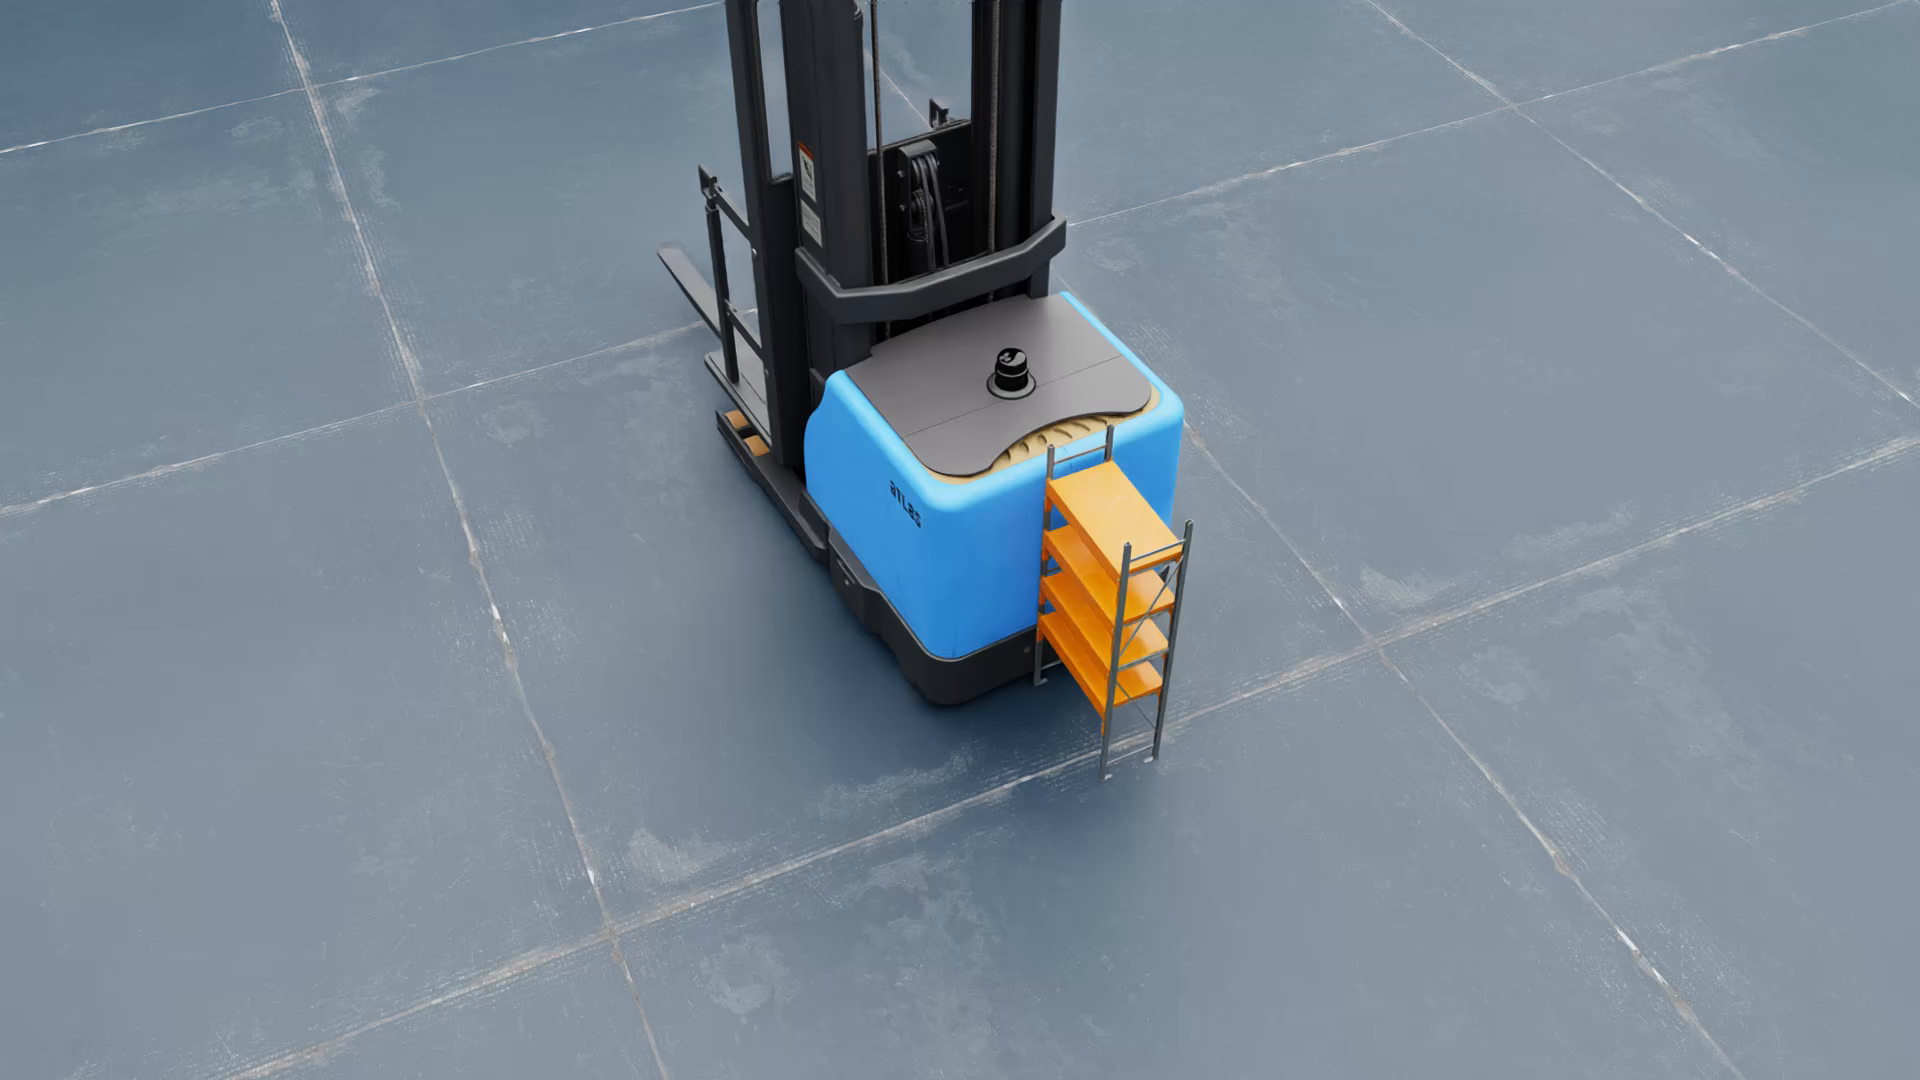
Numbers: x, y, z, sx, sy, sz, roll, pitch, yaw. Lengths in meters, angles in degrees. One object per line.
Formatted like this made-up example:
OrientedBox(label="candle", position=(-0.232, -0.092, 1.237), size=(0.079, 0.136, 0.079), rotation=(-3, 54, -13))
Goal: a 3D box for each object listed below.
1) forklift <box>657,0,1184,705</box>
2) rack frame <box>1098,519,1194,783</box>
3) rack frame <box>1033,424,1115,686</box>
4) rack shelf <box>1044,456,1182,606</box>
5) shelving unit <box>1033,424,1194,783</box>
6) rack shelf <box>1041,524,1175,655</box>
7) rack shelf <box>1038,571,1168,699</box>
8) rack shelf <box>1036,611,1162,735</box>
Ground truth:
OrientedBox(label="forklift", position=(-0.383, -1.470, 6.153), size=(1.130, 2.935, 3.031), rotation=(-22, 49, -21))
OrientedBox(label="rack frame", position=(0.603, 0.397, 5.493), size=(0.240, 1.200, 0.015), rotation=(-19, 49, -18))
OrientedBox(label="rack frame", position=(0.387, 0.083, 5.799), size=(0.240, 1.200, 0.015), rotation=(-19, 49, -18))
OrientedBox(label="rack shelf", position=(0.498, -0.035, 5.366), size=(0.258, 0.148, 0.480), rotation=(-19, 49, -18))
OrientedBox(label="shelving unit", position=(0.495, 0.240, 5.646), size=(0.258, 1.200, 0.503), rotation=(-19, 49, -18))
OrientedBox(label="rack shelf", position=(0.496, 0.130, 5.534), size=(0.258, 0.148, 0.480), rotation=(-19, 49, -18))
OrientedBox(label="rack shelf", position=(0.495, 0.287, 5.694), size=(0.258, 0.148, 0.480), rotation=(-19, 49, -18))
OrientedBox(label="rack shelf", position=(0.493, 0.426, 5.836), size=(0.258, 0.148, 0.480), rotation=(-19, 49, -18))
